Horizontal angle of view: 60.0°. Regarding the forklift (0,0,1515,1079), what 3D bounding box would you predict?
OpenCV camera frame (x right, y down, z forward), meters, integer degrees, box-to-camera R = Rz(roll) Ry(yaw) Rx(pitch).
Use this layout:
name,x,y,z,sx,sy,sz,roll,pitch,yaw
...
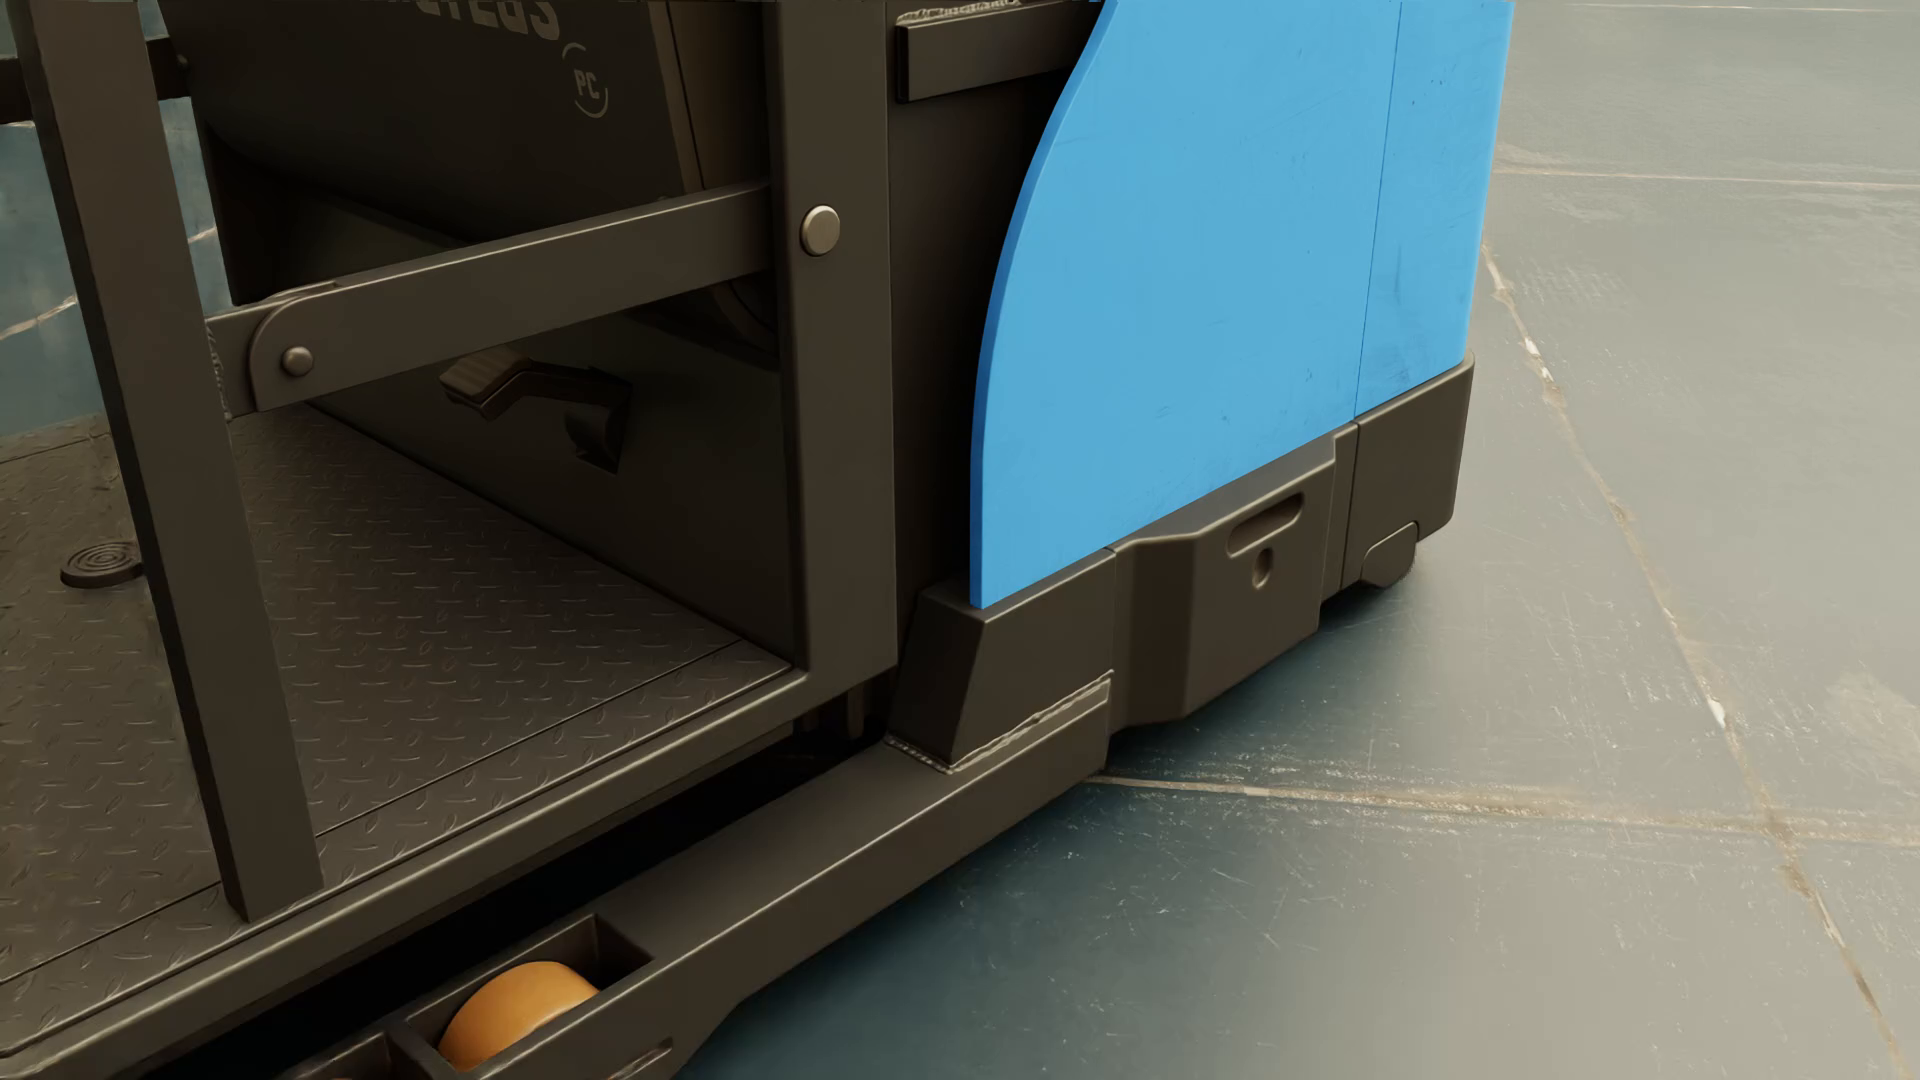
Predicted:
name,x,y,z,sx,sy,sz,roll,pitch,yaw
forklift,-0.662,-0.974,1.168,1.130,2.935,3.031,23,35,38
